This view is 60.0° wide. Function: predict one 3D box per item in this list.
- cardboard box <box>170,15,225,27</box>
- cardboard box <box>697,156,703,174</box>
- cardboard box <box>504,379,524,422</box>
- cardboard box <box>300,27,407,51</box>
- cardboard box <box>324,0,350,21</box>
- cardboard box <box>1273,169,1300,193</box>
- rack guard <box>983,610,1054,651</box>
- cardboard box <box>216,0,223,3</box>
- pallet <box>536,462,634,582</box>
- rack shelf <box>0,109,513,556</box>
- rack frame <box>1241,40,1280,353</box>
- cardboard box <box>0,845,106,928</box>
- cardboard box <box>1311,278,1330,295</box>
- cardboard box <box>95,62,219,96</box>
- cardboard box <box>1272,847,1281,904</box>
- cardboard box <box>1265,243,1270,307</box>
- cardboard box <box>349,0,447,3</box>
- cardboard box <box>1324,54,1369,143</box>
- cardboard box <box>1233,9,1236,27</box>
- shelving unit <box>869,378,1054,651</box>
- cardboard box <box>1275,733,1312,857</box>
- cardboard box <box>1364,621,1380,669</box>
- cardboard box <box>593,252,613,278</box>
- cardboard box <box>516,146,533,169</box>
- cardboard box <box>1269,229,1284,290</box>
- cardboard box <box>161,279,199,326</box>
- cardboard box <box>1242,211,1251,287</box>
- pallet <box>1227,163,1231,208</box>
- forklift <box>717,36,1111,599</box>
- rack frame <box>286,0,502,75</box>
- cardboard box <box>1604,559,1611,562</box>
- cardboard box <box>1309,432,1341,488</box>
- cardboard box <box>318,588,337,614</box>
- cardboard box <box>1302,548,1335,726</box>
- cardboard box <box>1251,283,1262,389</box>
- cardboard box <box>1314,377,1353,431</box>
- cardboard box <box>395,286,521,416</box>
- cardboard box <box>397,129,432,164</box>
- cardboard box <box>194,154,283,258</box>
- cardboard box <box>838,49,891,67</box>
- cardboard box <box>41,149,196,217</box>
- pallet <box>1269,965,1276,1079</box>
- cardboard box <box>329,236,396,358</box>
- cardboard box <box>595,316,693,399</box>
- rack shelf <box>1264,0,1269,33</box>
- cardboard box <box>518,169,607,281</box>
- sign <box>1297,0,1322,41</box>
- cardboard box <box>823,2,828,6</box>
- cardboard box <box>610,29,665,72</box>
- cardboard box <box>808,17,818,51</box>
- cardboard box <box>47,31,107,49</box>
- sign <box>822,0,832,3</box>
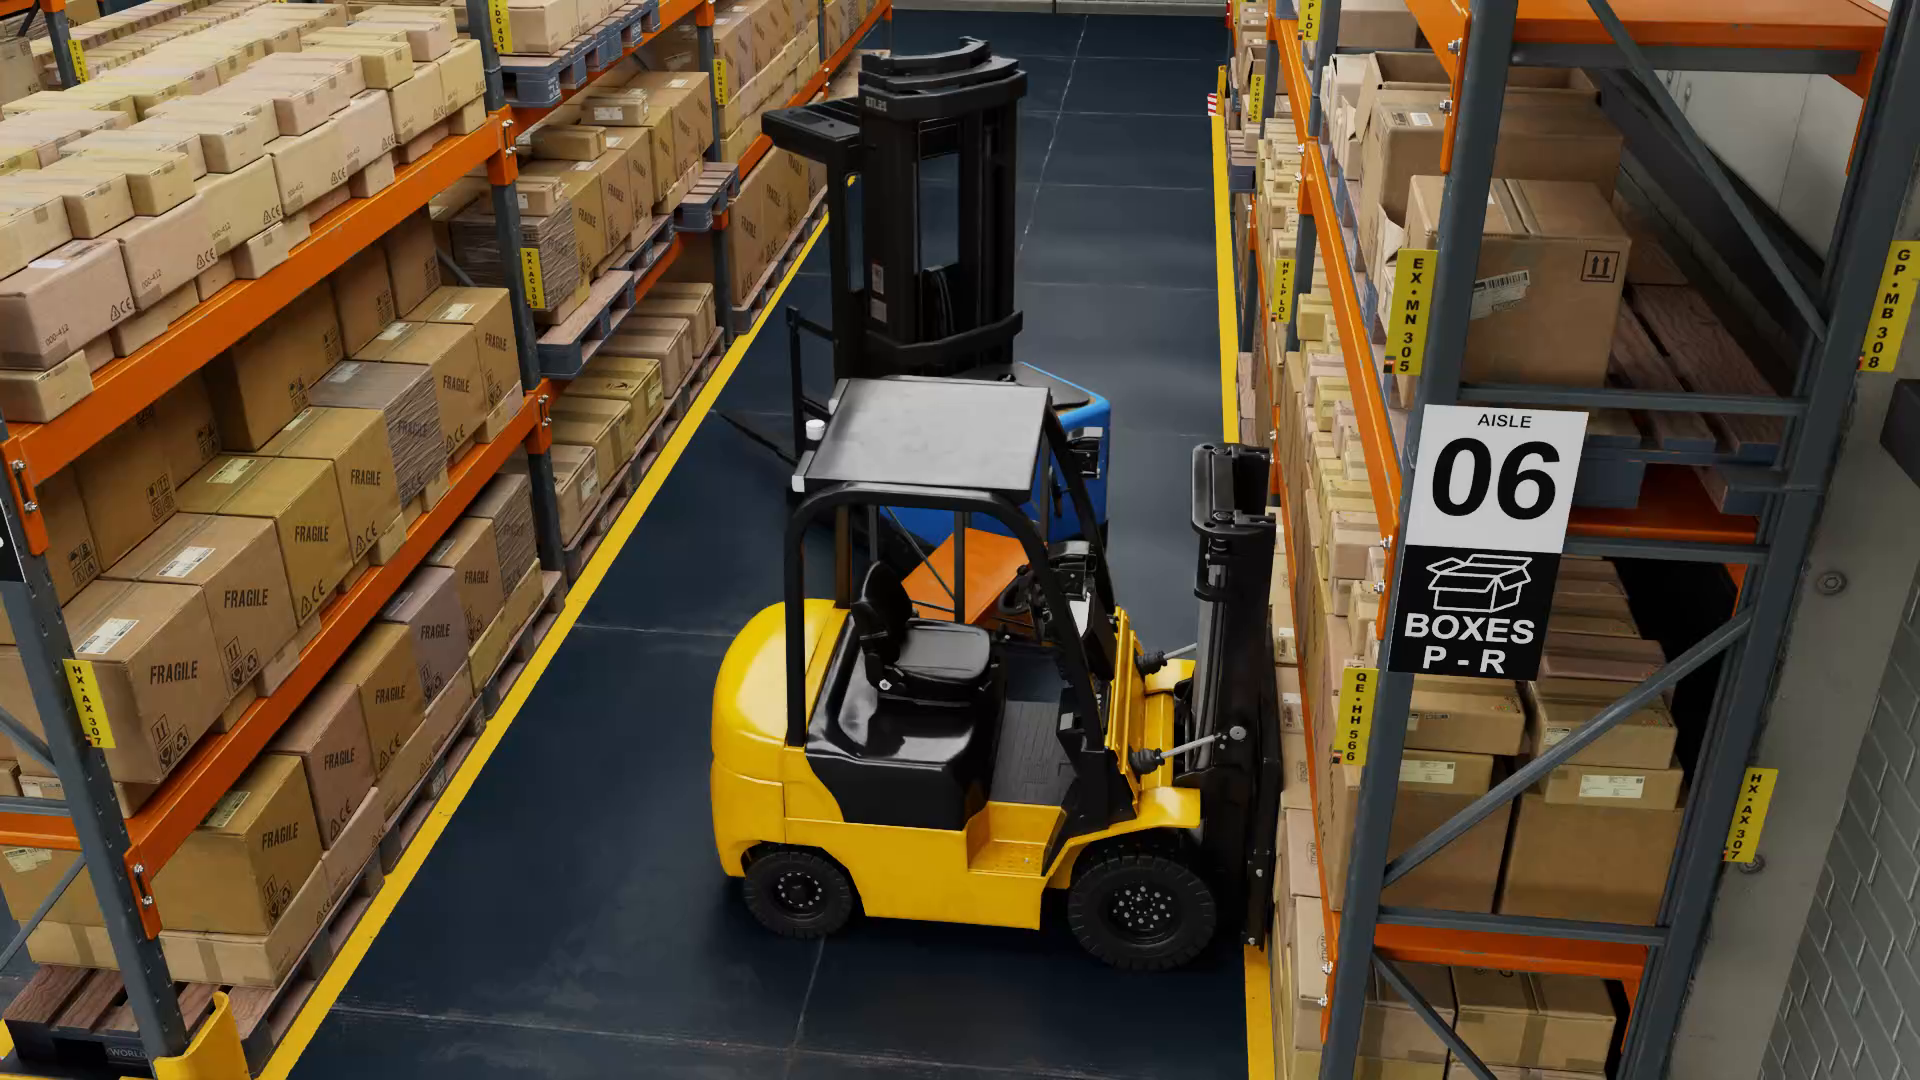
[{"bbox_3d":[-6.744,-4.546,14.720,0.380,0.149,0.250,2,28,4],"label":"cardboard box"},{"bbox_3d":[-2.061,-2.676,11.877,0.380,0.149,0.250,4,29,7],"label":"cardboard box"},{"bbox_3d":[-2.520,-0.738,8.722,0.380,0.149,0.250,3,28,6],"label":"cardboard box"},{"bbox_3d":[-2.682,-2.173,7.381,0.380,0.149,0.250,4,29,7],"label":"cardboard box"},{"bbox_3d":[-6.417,-5.417,16.723,0.500,0.500,0.500,3,28,5],"label":"cardboard box"},{"bbox_3d":[2.155,-2.202,10.386,0.380,0.149,0.250,4,29,7],"label":"cardboard box"},{"bbox_3d":[0.241,0.425,9.198,0.587,0.250,0.087,13,31,23],"label":"rack guard"},{"bbox_3d":[-7.233,-5.201,15.936,0.380,0.149,0.250,5,29,9],"label":"cardboard box"},{"bbox_3d":[-2.689,-0.156,10.318,1.003,0.211,1.213,3,28,6],"label":"pallet"},{"bbox_3d":[-3.028,-1.080,6.688,1.077,0.370,4.000,3,28,6],"label":"rack shelf"},{"bbox_3d":[2.634,-2.614,11.939,1.000,3.000,0.127,3,28,6],"label":"rack frame"},{"bbox_3d":[-3.434,1.169,6.584,0.500,0.500,0.500,4,29,7],"label":"cardboard box"},{"bbox_3d":[1.965,-1.234,8.589,0.380,0.149,0.250,4,29,8],"label":"cardboard box"},{"bbox_3d":[-3.251,-1.833,6.751,0.380,0.149,0.250,3,28,5],"label":"cardboard box"},{"bbox_3d":[1.518,1.231,6.732,0.500,0.250,0.500,3,28,5],"label":"cardboard box"},{"bbox_3d":[2.149,-1.630,10.270,0.500,0.250,0.500,4,29,8],"label":"cardboard box"},{"bbox_3d":[-2.838,-2.957,8.602,0.500,0.250,0.500,4,29,7],"label":"cardboard box"},{"bbox_3d":[1.800,-1.864,6.930,0.500,0.311,0.500,4,29,7],"label":"cardboard box"},{"bbox_3d":[3.094,-5.527,17.610,0.380,0.149,0.250,3,28,5],"label":"cardboard box"},{"bbox_3d":[0.021,0.086,8.509,0.587,1.500,1.083,13,31,23],"label":"shelving unit"},{"bbox_3d":[1.509,1.024,6.589,0.500,0.250,0.500,4,29,7],"label":"cardboard box"},{"bbox_3d":[1.488,0.393,5.255,0.380,0.149,0.250,3,28,6],"label":"cardboard box"},{"bbox_3d":[-2.330,-1.707,10.078,0.380,0.149,0.250,4,29,7],"label":"cardboard box"},{"bbox_3d":[-2.825,-2.084,10.094,0.500,0.500,0.500,4,29,8],"label":"cardboard box"},{"bbox_3d":[2.075,-1.614,9.714,0.500,0.250,0.500,4,29,7],"label":"cardboard box"},{"bbox_3d":[-2.894,-0.851,5.770,0.380,0.149,0.250,3,28,6],"label":"cardboard box"},{"bbox_3d":[2.606,-2.391,13.718,0.500,0.500,0.500,5,29,8],"label":"cardboard box"},{"bbox_3d":[3.209,-3.592,16.695,1.003,0.211,1.213,3,28,6],"label":"pallet"},{"bbox_3d":[-0.451,-1.537,10.013,1.130,2.935,3.031,-22,35,-34],"label":"forklift"},{"bbox_3d":[-2.783,-3.659,7.553,1.000,3.000,0.127,3,28,6],"label":"rack frame"},{"bbox_3d":[2.181,0.077,6.156,0.380,0.149,0.250,4,29,8],"label":"cardboard box"},{"bbox_3d":[1.658,-0.325,6.901,0.380,0.149,0.250,2,28,5],"label":"cardboard box"},{"bbox_3d":[-2.848,0.220,6.944,0.380,0.149,0.250,4,29,8],"label":"cardboard box"},{"bbox_3d":[1.589,0.376,6.284,0.500,0.500,0.500,3,28,5],"label":"cardboard box"},{"bbox_3d":[2.544,-1.460,11.859,0.875,0.625,0.625,4,29,8],"label":"cardboard box"},{"bbox_3d":[1.707,-0.571,7.044,0.380,0.149,0.250,3,28,5],"label":"cardboard box"},{"bbox_3d":[-2.591,-0.969,8.467,0.500,0.500,0.500,3,28,5],"label":"cardboard box"},{"bbox_3d":[-2.645,-1.826,7.578,0.380,0.149,0.250,4,29,7],"label":"cardboard box"},{"bbox_3d":[-2.837,-1.223,6.039,0.500,0.250,0.500,4,29,8],"label":"cardboard box"},{"bbox_3d":[-1.294,-5.407,19.382,0.875,0.438,0.875,2,28,4],"label":"cardboard box"},{"bbox_3d":[-2.815,-1.199,5.574,0.380,0.149,0.250,3,28,6],"label":"cardboard box"},{"bbox_3d":[1.706,2.017,6.283,1.003,0.211,1.213,3,28,6],"label":"pallet"},{"bbox_3d":[-3.136,-1.199,7.840,0.700,0.500,0.500,4,29,6],"label":"cardboard box"},{"bbox_3d":[-2.454,-1.315,11.857,0.950,0.372,0.625,3,28,5],"label":"cardboard box"},{"bbox_3d":[2.879,-4.559,13.146,1.077,0.370,4.000,3,28,6],"label":"rack shelf"},{"bbox_3d":[-2.380,-1.817,9.599,0.500,0.500,0.500,3,29,6],"label":"cardboard box"},{"bbox_3d":[1.604,-2.444,7.585,0.100,0.325,0.005,3,28,6],"label":"sign"},{"bbox_3d":[-1.504,-5.478,16.095,0.500,0.500,0.500,4,29,7],"label":"cardboard box"},{"bbox_3d":[-2.489,-3.643,12.690,0.500,0.500,0.500,3,28,5],"label":"cardboard box"},{"bbox_3d":[-1.615,-4.716,15.472,0.500,0.250,0.500,3,28,6],"label":"cardboard box"},{"bbox_3d":[-7.483,-4.214,14.105,0.380,0.149,0.250,3,28,6],"label":"cardboard box"},{"bbox_3d":[-1.263,-5.231,15.660,0.100,0.325,0.005,3,28,6],"label":"sign"}]
